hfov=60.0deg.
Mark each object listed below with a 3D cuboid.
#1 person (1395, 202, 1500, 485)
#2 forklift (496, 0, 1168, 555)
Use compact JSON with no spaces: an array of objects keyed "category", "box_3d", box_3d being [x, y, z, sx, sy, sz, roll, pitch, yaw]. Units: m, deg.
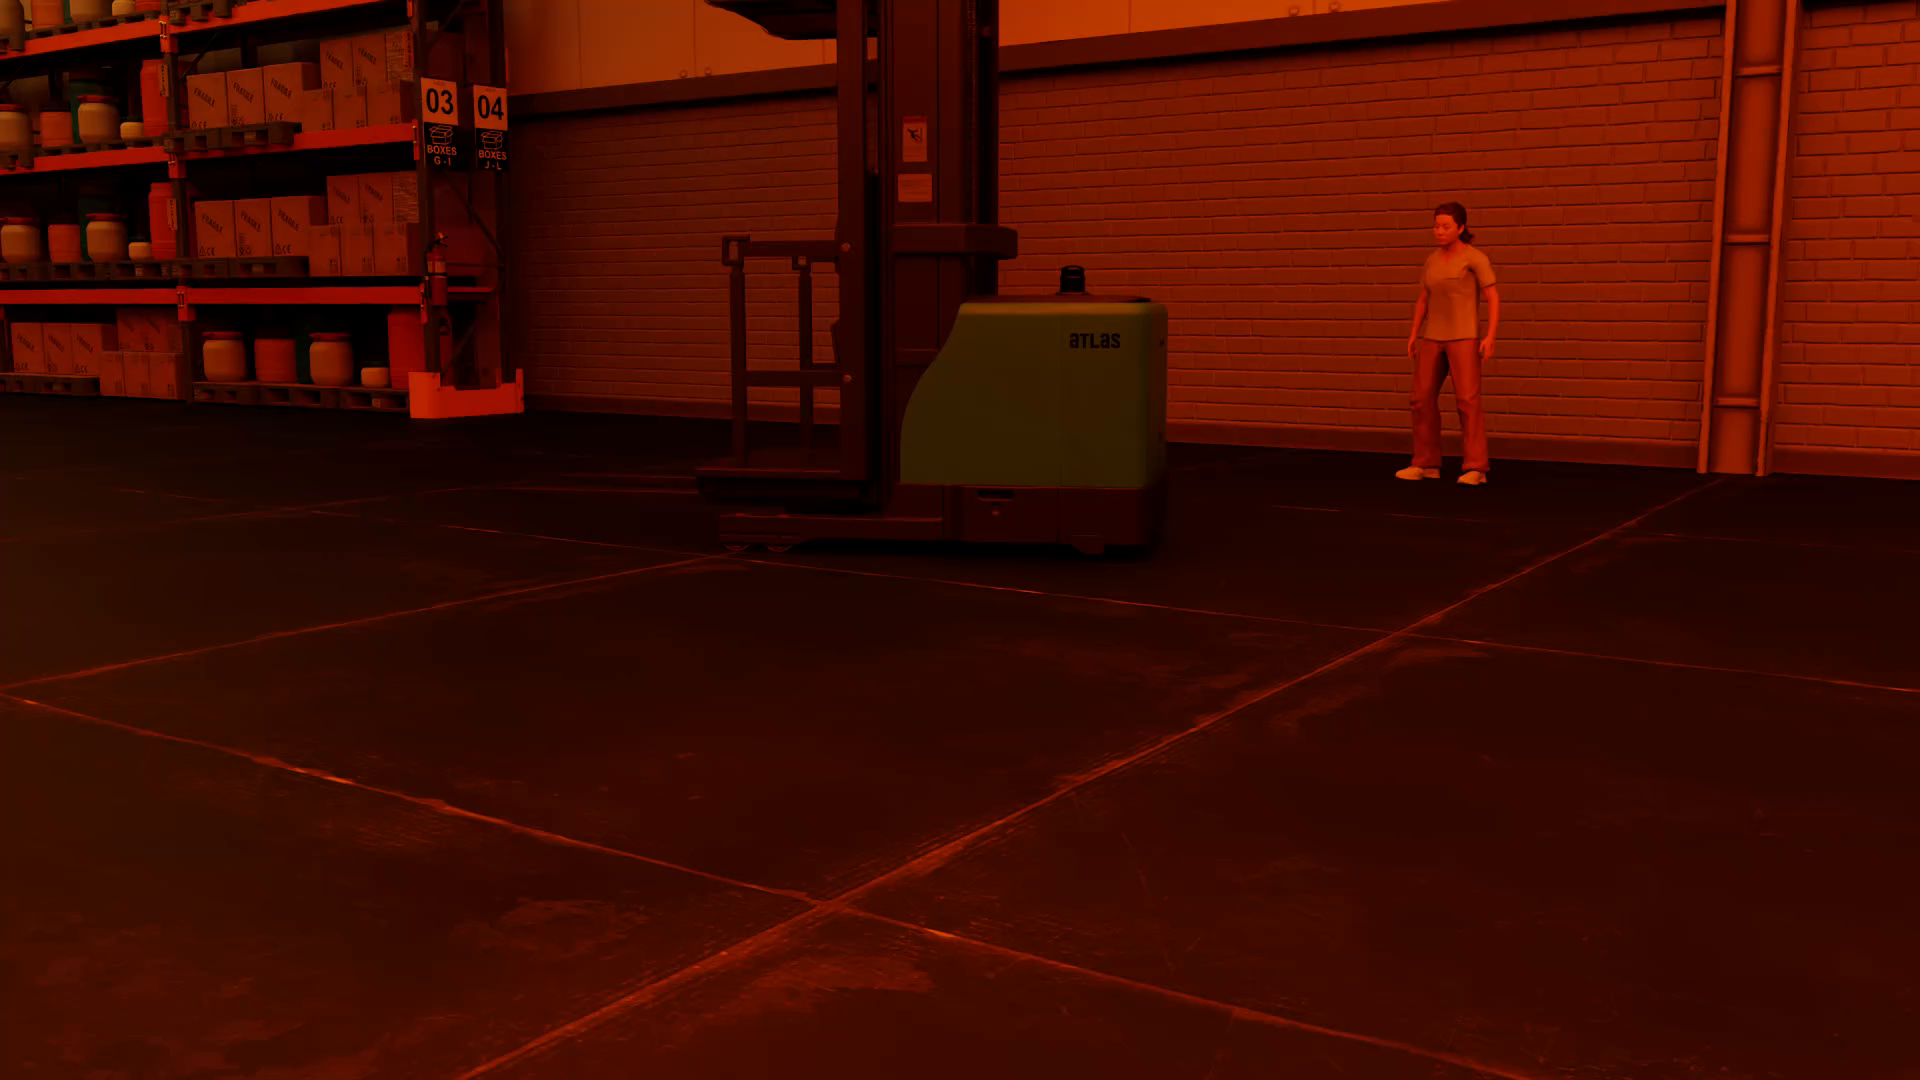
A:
[{"category":"person","box_3d":[2.934,-1.183,10.005,0.373,1.671,0.591,-7,10,-39]},{"category":"forklift","box_3d":[-0.596,-1.469,7.520,3.031,2.935,1.130,2,8,12]}]
